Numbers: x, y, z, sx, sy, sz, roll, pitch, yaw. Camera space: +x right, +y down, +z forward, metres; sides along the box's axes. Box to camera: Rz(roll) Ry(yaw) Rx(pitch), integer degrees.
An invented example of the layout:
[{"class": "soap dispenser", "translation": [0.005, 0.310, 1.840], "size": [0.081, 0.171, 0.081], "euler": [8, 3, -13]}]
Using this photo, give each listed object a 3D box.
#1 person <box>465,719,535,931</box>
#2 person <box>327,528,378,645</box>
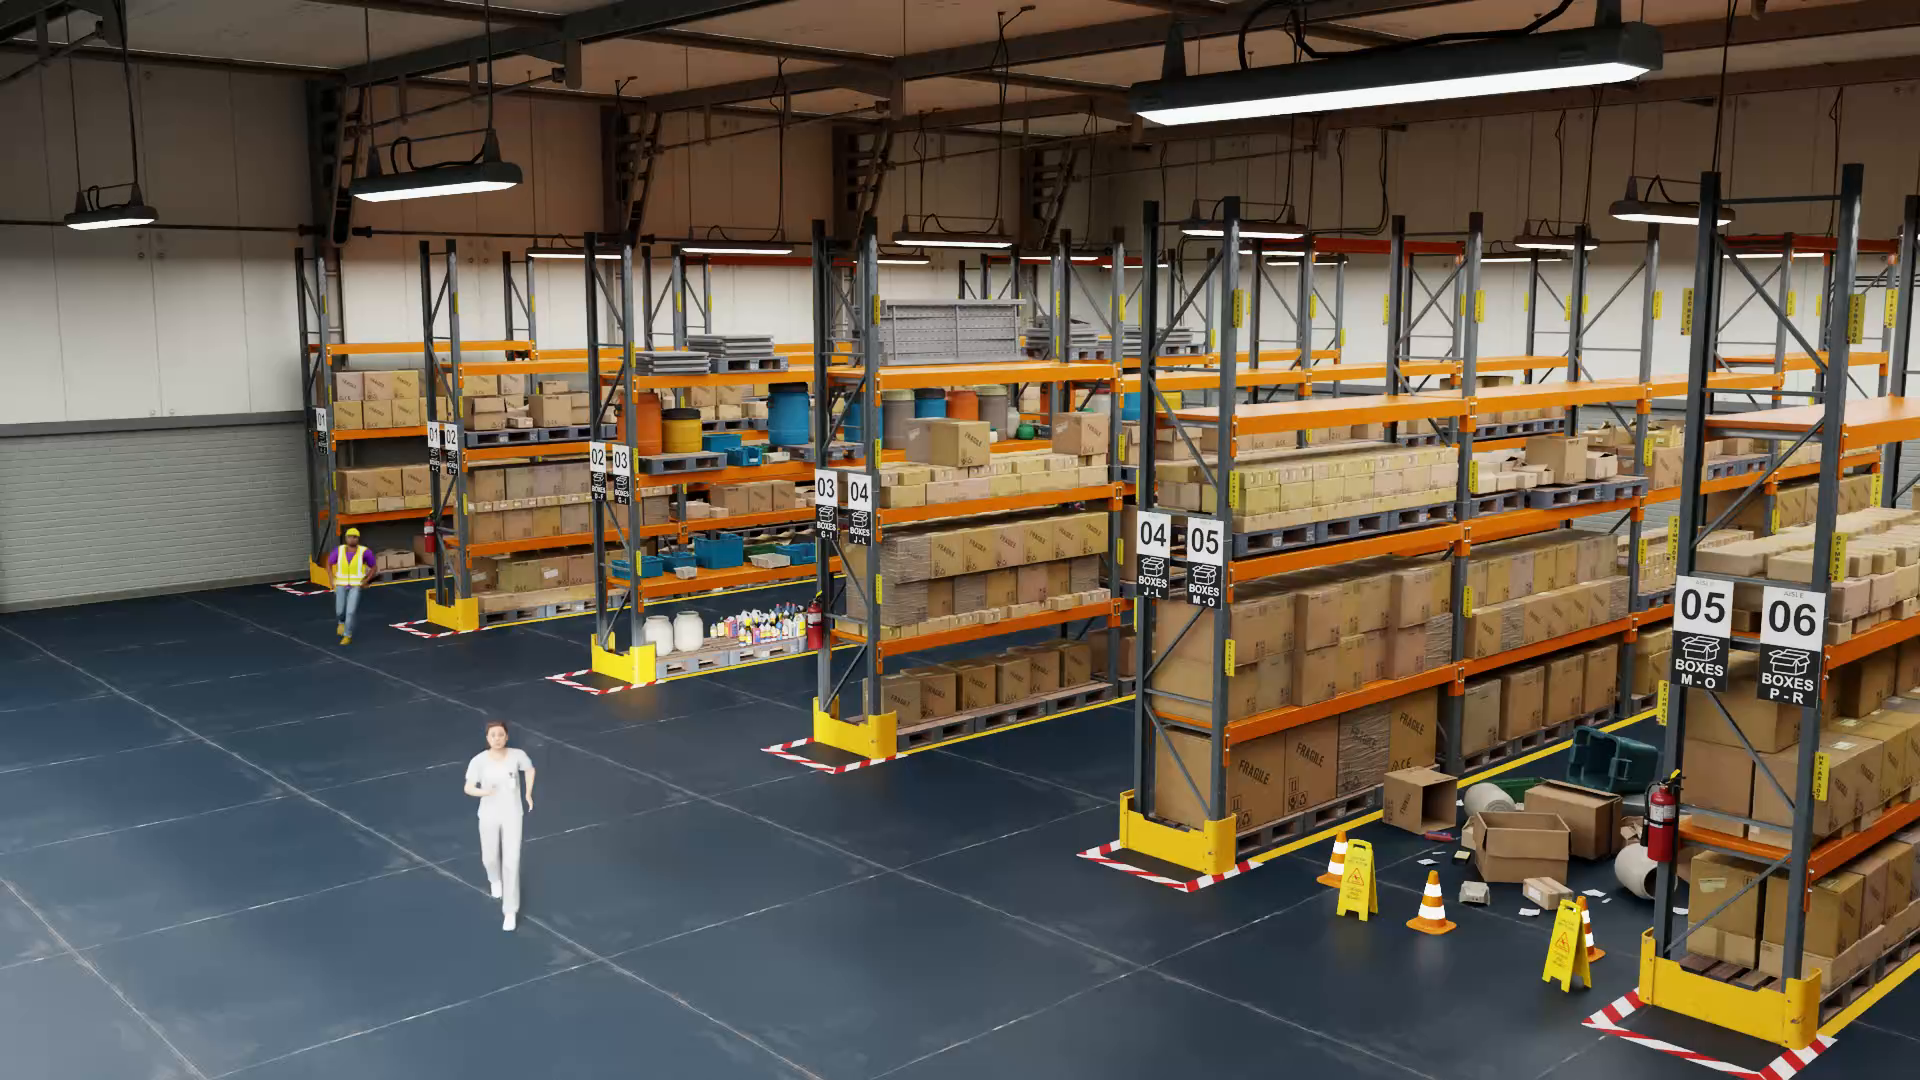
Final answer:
[{"class": "person", "translation": [-3.815, 2.303, 13.836], "size": [0.564, 1.653, 0.970], "euler": [-2, 9, -14]}, {"class": "person", "translation": [-9.117, 0.677, 24.959], "size": [0.733, 1.739, 0.589], "euler": [-2, 9, -13]}]
